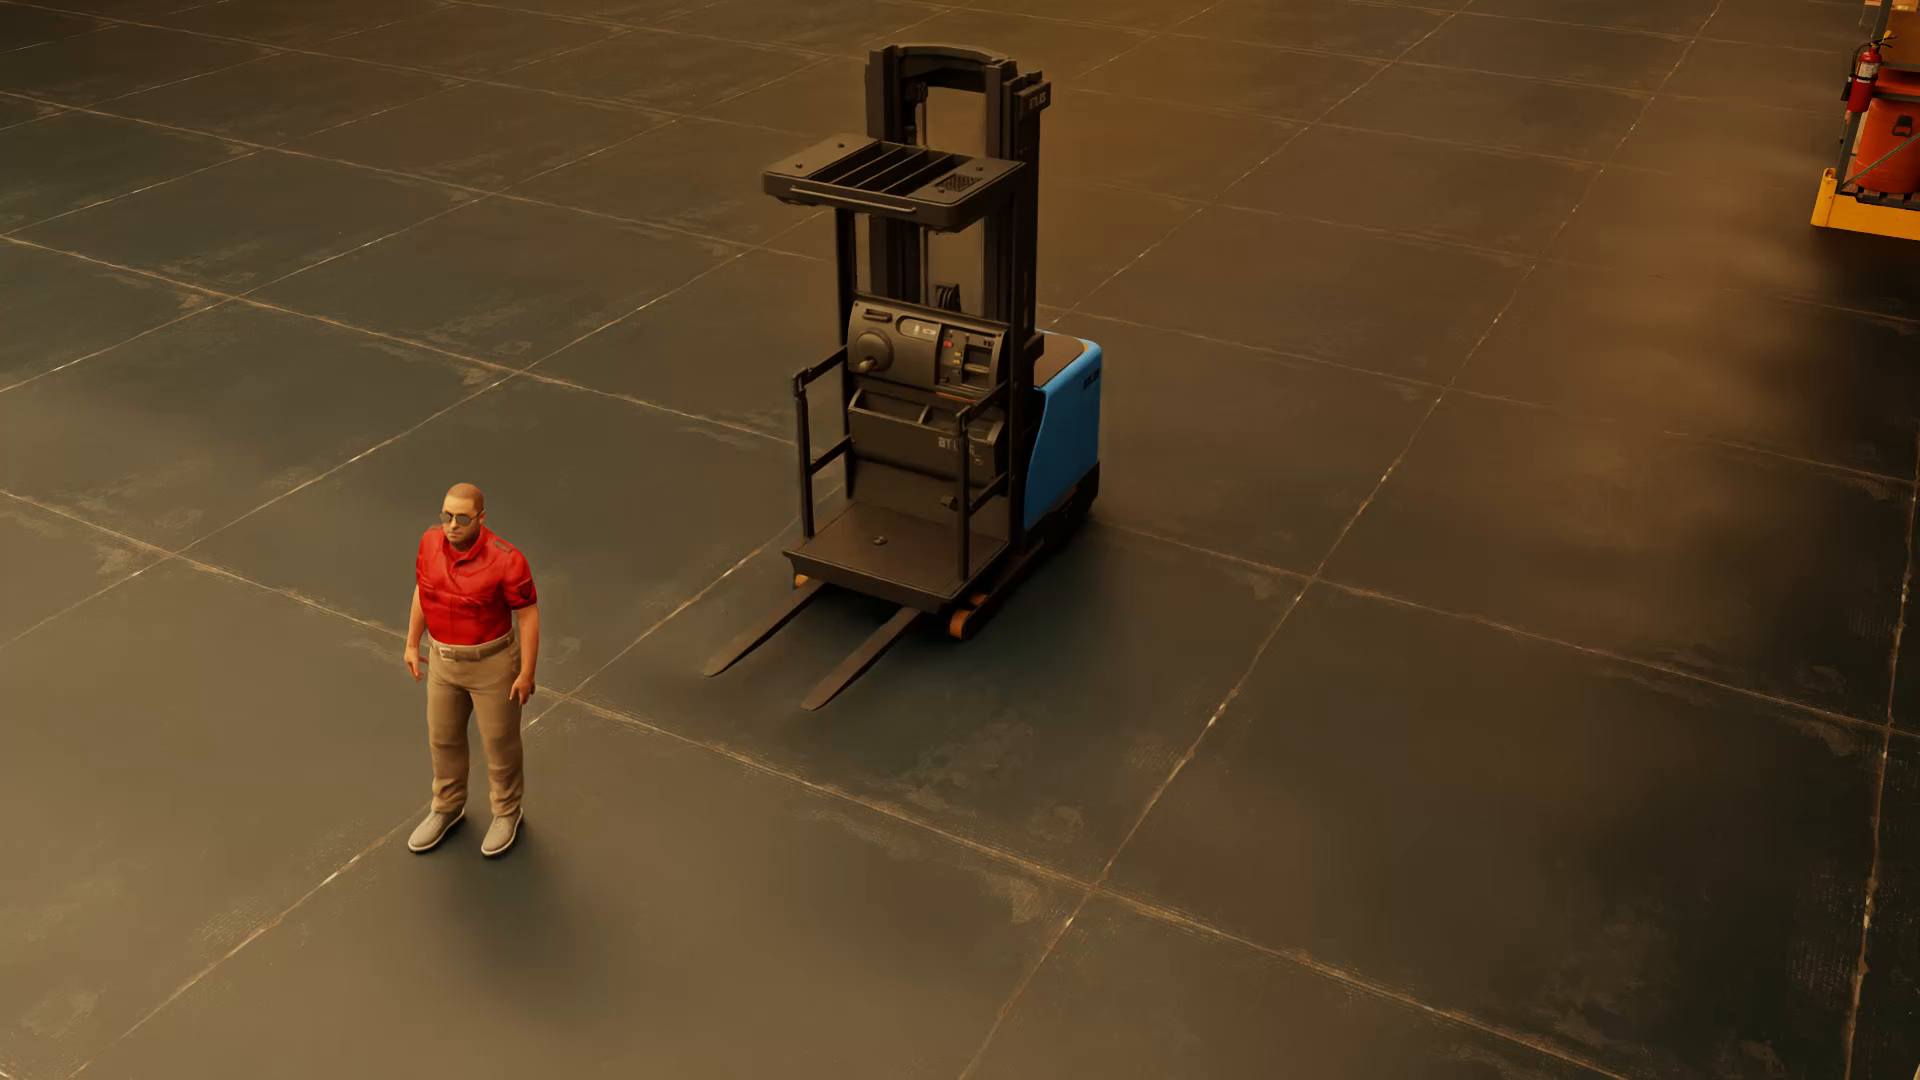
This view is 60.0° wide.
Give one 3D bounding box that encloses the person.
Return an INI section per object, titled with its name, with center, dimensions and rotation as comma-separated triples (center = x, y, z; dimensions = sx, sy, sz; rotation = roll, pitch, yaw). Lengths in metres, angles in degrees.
[person]
center = -2.161, 0.586, 7.254
dimensions = 0.628, 1.734, 0.530
rotation = 9, 31, 15

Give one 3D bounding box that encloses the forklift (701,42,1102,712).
[forklift]
center = -0.290, -0.985, 8.777
dimensions = 1.130, 2.935, 3.031
rotation = 15, 33, 25
